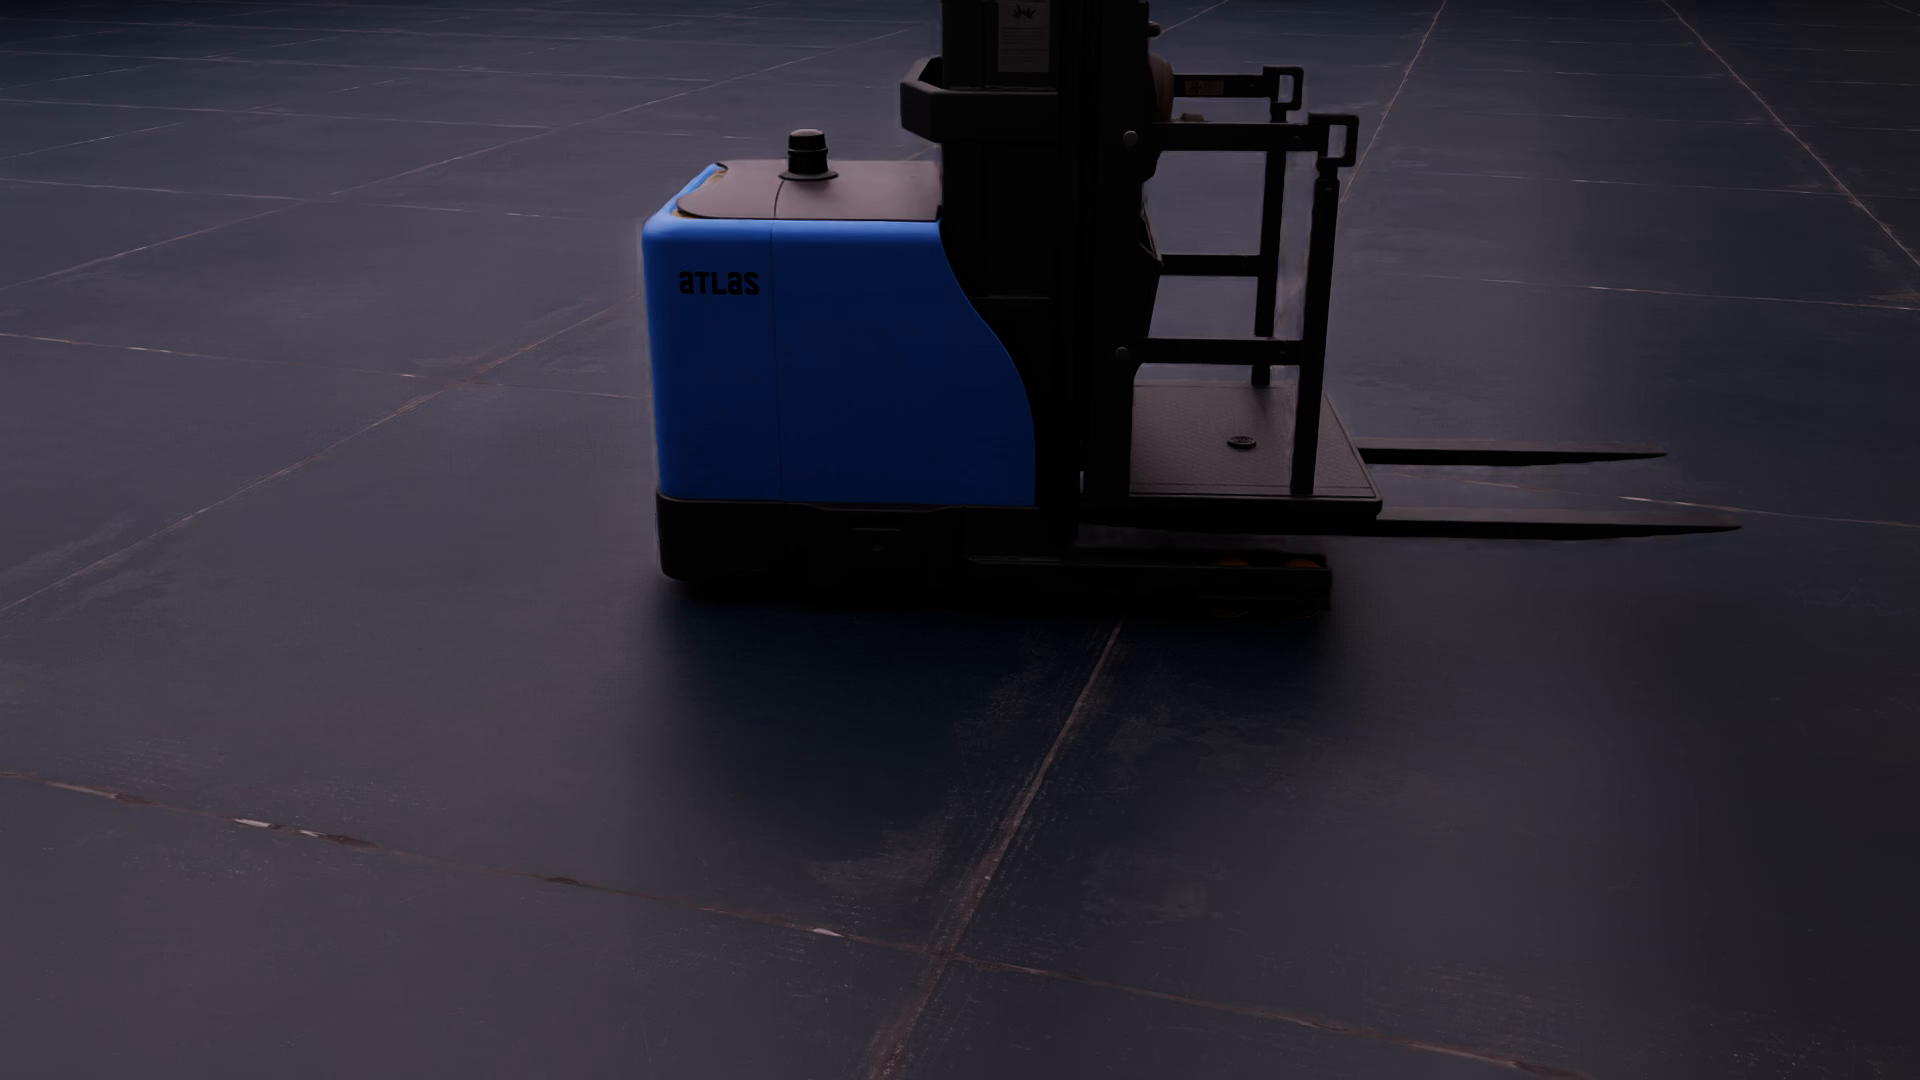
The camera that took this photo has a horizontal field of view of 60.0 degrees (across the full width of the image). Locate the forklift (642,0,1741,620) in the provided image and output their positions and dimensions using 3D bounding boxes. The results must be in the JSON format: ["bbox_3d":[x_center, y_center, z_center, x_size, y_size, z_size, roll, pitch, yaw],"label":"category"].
[{"bbox_3d":[0.683,-1.344,4.534,3.031,2.935,1.130,1,22,3],"label":"forklift"}]
